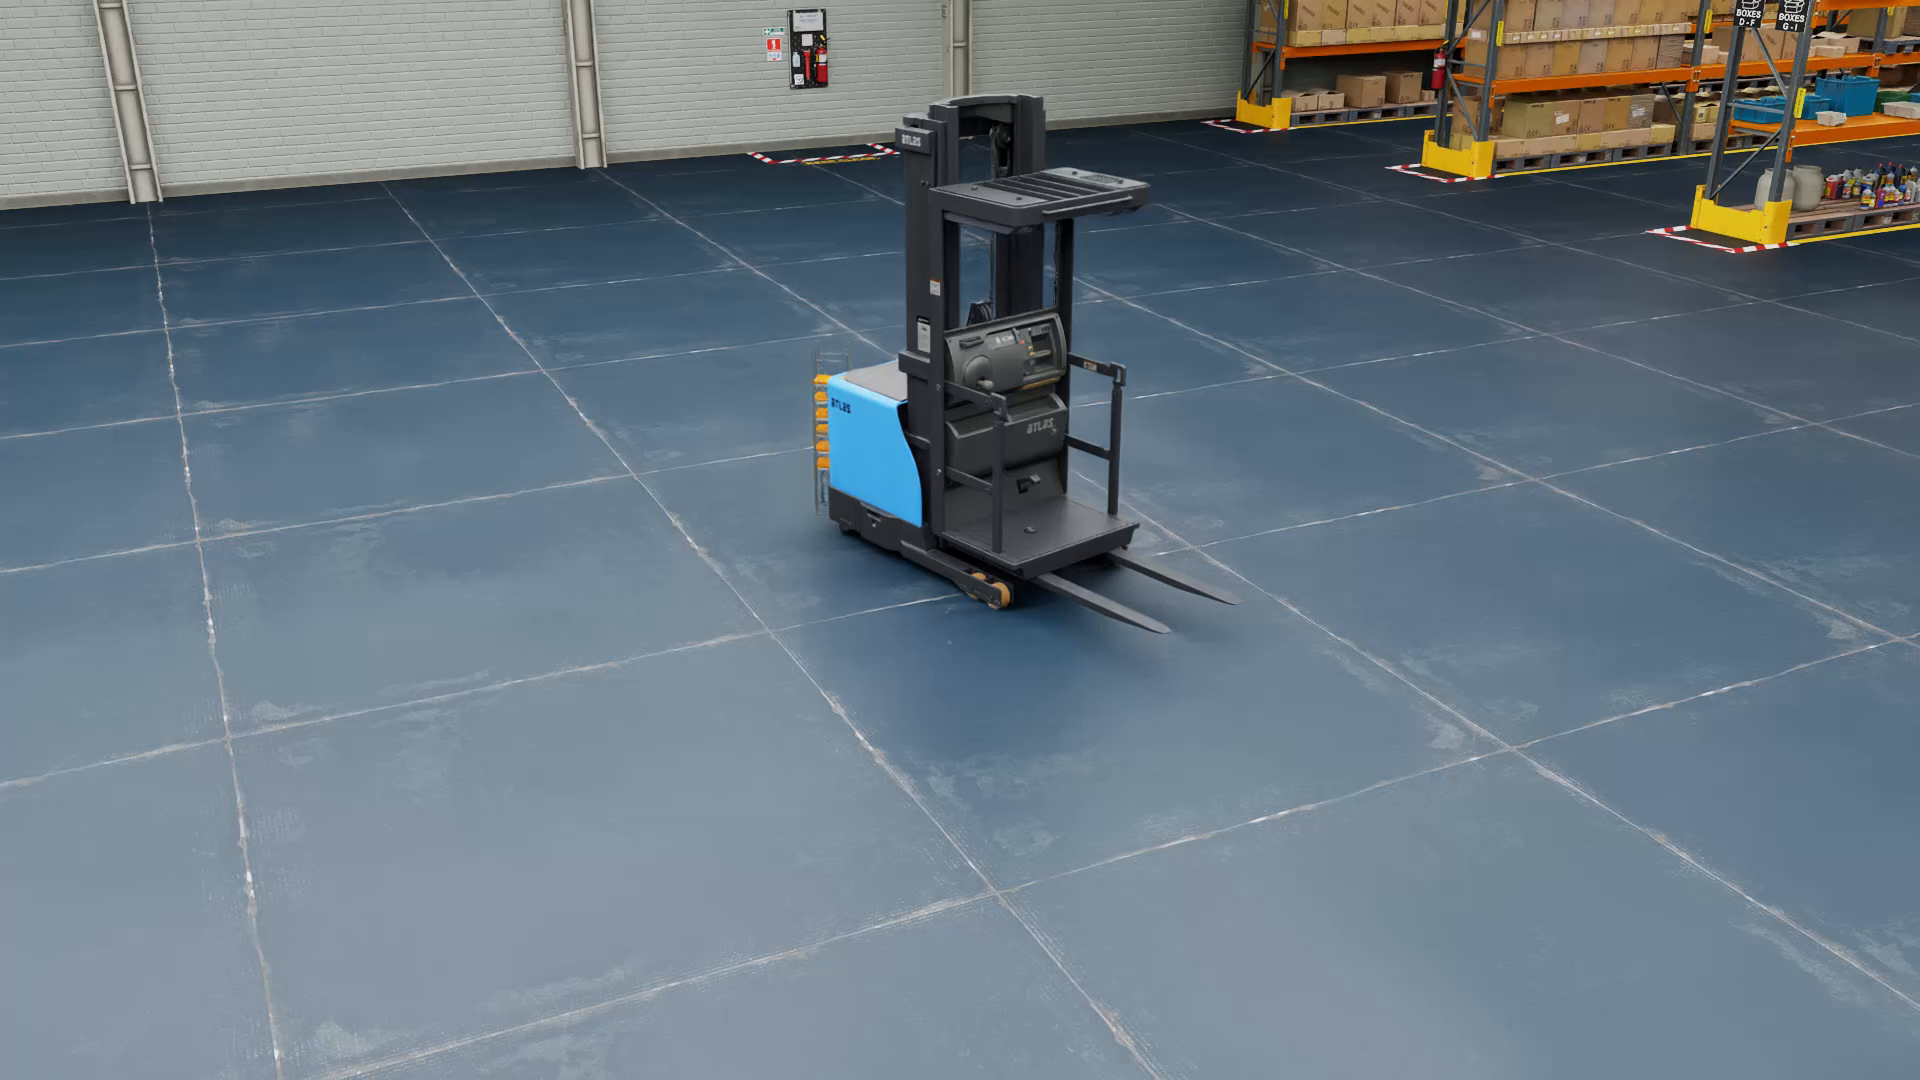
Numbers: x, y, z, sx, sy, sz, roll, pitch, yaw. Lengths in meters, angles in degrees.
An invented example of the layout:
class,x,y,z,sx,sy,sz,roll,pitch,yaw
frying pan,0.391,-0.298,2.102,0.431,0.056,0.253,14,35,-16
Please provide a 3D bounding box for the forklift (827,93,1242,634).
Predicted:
class,x,y,z,sx,sy,sz,roll,pitch,yaw
forklift,0.432,-1.144,10.181,1.130,2.935,3.031,-18,28,-37

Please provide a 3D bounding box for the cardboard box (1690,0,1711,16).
class,x,y,z,sx,sy,sz,roll,pitch,yaw
cardboard box,13.785,-10.170,31.351,0.500,0.500,0.500,-11,25,-24

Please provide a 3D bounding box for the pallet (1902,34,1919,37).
class,x,y,z,sx,sy,sz,roll,pitch,yaw
pallet,16.215,-8.348,27.746,1.213,0.211,1.003,-10,25,-24

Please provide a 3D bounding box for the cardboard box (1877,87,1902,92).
class,x,y,z,sx,sy,sz,roll,pitch,yaw
cardboard box,14.998,-7.138,27.265,0.500,0.500,0.500,-9,24,-21

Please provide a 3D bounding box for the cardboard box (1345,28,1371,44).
class,x,y,z,sx,sy,sz,roll,pitch,yaw
cardboard box,6.605,-8.577,28.218,0.500,0.250,0.500,-11,25,-24

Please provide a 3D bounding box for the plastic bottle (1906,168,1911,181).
class,x,y,z,sx,sy,sz,roll,pitch,yaw
plastic bottle,12.295,-4.688,21.630,0.133,0.283,0.061,-10,25,-24

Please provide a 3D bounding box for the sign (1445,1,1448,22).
class,x,y,z,sx,sy,sz,roll,pitch,yaw
sign,7.033,-7.619,23.911,0.005,0.325,0.100,-10,25,-24

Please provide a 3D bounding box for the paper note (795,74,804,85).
class,x,y,z,sx,sy,sz,roll,pitch,yaw
paper note,-2.479,-7.102,25.636,0.142,0.148,0.016,-10,25,-24

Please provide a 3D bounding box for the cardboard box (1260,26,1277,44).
class,x,y,z,sx,sy,sz,roll,pitch,yaw
cardboard box,5.441,-8.576,28.217,0.500,0.250,0.500,-10,25,-23

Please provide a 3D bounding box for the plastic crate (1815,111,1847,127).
class,x,y,z,sx,sy,sz,roll,pitch,yaw
plastic crate,10.347,-4.994,19.736,0.250,0.136,0.298,-10,25,-24

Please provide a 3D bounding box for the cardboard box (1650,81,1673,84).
class,x,y,z,sx,sy,sz,roll,pitch,yaw
cardboard box,13.032,-9.097,31.565,0.750,0.750,0.750,-11,25,-24

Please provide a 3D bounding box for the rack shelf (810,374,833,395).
class,x,y,z,sx,sy,sz,roll,pitch,yaw
rack shelf,-0.880,-1.063,11.418,0.258,0.103,0.180,3,22,8

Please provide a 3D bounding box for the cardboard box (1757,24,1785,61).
class,x,y,z,sx,sy,sz,roll,pitch,yaw
cardboard box,12.485,-7.787,26.010,0.500,0.500,0.500,-10,25,-24

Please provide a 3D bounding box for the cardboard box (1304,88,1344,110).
class,x,y,z,sx,sy,sz,roll,pitch,yaw
cardboard box,6.280,-7.631,28.704,0.500,0.311,0.500,-8,24,-19

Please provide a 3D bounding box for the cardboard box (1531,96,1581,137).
class,x,y,z,sx,sy,sz,roll,pitch,yaw
cardboard box,8.730,-6.239,24.465,0.500,0.500,0.500,-10,25,-24

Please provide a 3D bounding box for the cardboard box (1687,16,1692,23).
class,x,y,z,sx,sy,sz,roll,pitch,yaw
cardboard box,13.620,-9.871,31.477,0.250,0.149,0.380,-10,24,-22

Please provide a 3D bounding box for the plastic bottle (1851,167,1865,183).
class,x,y,z,sx,sy,sz,roll,pitch,yaw
plastic bottle,11.545,-4.628,21.397,0.185,0.351,0.144,-11,25,-24

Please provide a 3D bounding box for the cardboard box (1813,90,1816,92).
class,x,y,z,sx,sy,sz,roll,pitch,yaw
cardboard box,14.099,-7.123,26.850,0.500,0.311,0.500,-10,24,-22

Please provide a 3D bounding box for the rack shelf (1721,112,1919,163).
class,x,y,z,sx,sy,sz,roll,pitch,yaw
rack shelf,11.203,-5.077,20.534,4.000,0.370,1.077,-10,25,-24

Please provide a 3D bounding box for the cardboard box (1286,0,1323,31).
class,x,y,z,sx,sy,sz,roll,pitch,yaw
cardboard box,5.665,-8.754,27.666,0.500,0.500,0.500,-10,25,-24

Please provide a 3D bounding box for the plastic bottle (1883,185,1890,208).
class,x,y,z,sx,sy,sz,roll,pitch,yaw
plastic bottle,11.478,-4.271,20.637,0.097,0.271,0.097,0,22,0

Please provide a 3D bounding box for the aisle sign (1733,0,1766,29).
class,x,y,z,sx,sy,sz,roll,pitch,yaw
aisle sign,9.207,-6.369,19.316,0.004,0.787,0.394,-10,25,-24

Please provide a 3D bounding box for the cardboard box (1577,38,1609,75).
class,x,y,z,sx,sy,sz,roll,pitch,yaw
cardboard box,9.076,-7.162,24.500,0.500,0.500,0.700,-10,24,-22

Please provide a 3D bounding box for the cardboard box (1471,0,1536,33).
class,x,y,z,sx,sy,sz,roll,pitch,yaw
cardboard box,7.730,-7.513,23.651,0.500,0.500,0.700,-10,25,-23

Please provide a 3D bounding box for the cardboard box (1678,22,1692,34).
class,x,y,z,sx,sy,sz,roll,pitch,yaw
cardboard box,10.708,-7.676,24.893,0.250,0.149,0.380,-10,25,-24

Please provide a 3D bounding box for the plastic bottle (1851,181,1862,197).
class,x,y,z,sx,sy,sz,roll,pitch,yaw
plastic bottle,11.469,-4.494,21.268,0.097,0.201,0.097,0,22,0

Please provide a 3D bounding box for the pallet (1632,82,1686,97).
class,x,y,z,sx,sy,sz,roll,pitch,yaw
pallet,13.056,-8.635,31.836,1.213,0.211,1.003,-10,25,-24

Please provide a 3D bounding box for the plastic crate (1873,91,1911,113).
class,x,y,z,sx,sy,sz,roll,pitch,yaw
plastic crate,11.659,-5.516,20.930,0.662,0.188,0.450,-10,25,-24

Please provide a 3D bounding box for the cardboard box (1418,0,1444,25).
class,x,y,z,sx,sy,sz,roll,pitch,yaw
cardboard box,7.969,-9.172,28.676,0.500,0.500,0.500,-11,25,-24

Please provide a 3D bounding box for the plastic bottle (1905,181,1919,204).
class,x,y,z,sx,sy,sz,roll,pitch,yaw
plastic bottle,11.938,-4.369,20.869,0.135,0.276,0.152,-10,24,-23

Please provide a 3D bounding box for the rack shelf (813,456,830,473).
class,x,y,z,sx,sy,sz,roll,pitch,yaw
rack shelf,-0.882,-0.504,11.636,0.258,0.103,0.180,3,22,8

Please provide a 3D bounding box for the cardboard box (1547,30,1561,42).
class,x,y,z,sx,sy,sz,roll,pitch,yaw
cardboard box,8.393,-7.249,23.861,0.250,0.149,0.380,-11,25,-24

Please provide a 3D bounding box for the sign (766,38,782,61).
class,x,y,z,sx,sy,sz,roll,pitch,yaw
sign,-2.833,-7.475,25.338,0.234,0.329,0.001,-10,25,-24

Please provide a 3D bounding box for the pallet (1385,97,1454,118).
class,x,y,z,sx,sy,sz,roll,pitch,yaw
pallet,8.118,-7.744,29.681,1.213,0.211,1.003,-10,25,-24

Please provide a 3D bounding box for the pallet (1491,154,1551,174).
class,x,y,z,sx,sy,sz,roll,pitch,yaw
pallet,7.927,-5.638,24.595,1.213,0.211,1.003,-10,25,-24

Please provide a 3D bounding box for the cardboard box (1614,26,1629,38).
class,x,y,z,sx,sy,sz,roll,pitch,yaw
cardboard box,9.563,-7.466,24.385,0.250,0.149,0.380,-10,24,-22

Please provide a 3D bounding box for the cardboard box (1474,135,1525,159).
class,x,y,z,sx,sy,sz,roll,pitch,yaw
cardboard box,7.835,-5.721,24.196,0.500,0.250,0.500,-10,25,-24

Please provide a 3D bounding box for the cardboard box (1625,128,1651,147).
class,x,y,z,sx,sy,sz,roll,pitch,yaw
cardboard box,10.082,-6.141,25.209,0.500,0.250,0.500,-10,25,-24

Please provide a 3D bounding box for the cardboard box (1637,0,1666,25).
class,x,y,z,sx,sy,sz,roll,pitch,yaw
cardboard box,10.008,-7.935,24.670,0.500,0.500,0.700,-10,25,-24

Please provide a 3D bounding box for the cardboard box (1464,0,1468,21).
class,x,y,z,sx,sy,sz,roll,pitch,yaw
cardboard box,9.182,-9.478,29.518,0.500,0.500,0.700,-10,25,-23

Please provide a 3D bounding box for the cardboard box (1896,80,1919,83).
class,x,y,z,sx,sy,sz,roll,pitch,yaw
cardboard box,16.142,-7.572,28.313,0.500,0.500,0.500,-11,25,-26

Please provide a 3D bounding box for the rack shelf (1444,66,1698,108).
class,x,y,z,sx,sy,sz,roll,pitch,yaw
rack shelf,9.058,-6.785,24.660,4.000,0.370,1.077,-10,25,-24

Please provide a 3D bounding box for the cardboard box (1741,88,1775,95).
class,x,y,z,sx,sy,sz,roll,pitch,yaw
cardboard box,12.935,-7.136,26.879,0.500,0.311,0.500,-11,25,-25

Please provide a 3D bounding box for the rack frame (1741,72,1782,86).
class,x,y,z,sx,sy,sz,roll,pitch,yaw
rack frame,15.917,-10.483,32.652,0.127,3.000,1.000,-10,25,-24

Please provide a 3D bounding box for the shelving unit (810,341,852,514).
class,x,y,z,sx,sy,sz,roll,pitch,yaw
shelving unit,-0.881,-0.769,11.533,0.258,1.200,0.189,3,22,8

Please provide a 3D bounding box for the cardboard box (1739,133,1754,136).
class,x,y,z,sx,sy,sz,roll,pitch,yaw
cardboard box,12.258,-6.525,26.138,0.500,0.250,0.500,-11,25,-25

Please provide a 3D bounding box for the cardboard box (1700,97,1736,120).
class,x,y,z,sx,sy,sz,roll,pitch,yaw
cardboard box,11.794,-6.696,25.816,0.500,0.311,0.500,-11,25,-24

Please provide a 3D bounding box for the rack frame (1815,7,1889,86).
class,x,y,z,sx,sy,sz,roll,pitch,yaw
rack frame,14.464,-8.112,26.926,0.127,3.000,1.000,-10,25,-24

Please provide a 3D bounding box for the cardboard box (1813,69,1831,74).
class,x,y,z,sx,sy,sz,roll,pitch,yaw
cardboard box,17.089,-9.693,33.463,0.500,0.500,0.700,-11,25,-24

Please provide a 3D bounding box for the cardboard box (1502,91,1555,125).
class,x,y,z,sx,sy,sz,roll,pitch,yaw
cardboard box,8.505,-6.418,24.898,0.500,0.500,0.500,-10,25,-24
